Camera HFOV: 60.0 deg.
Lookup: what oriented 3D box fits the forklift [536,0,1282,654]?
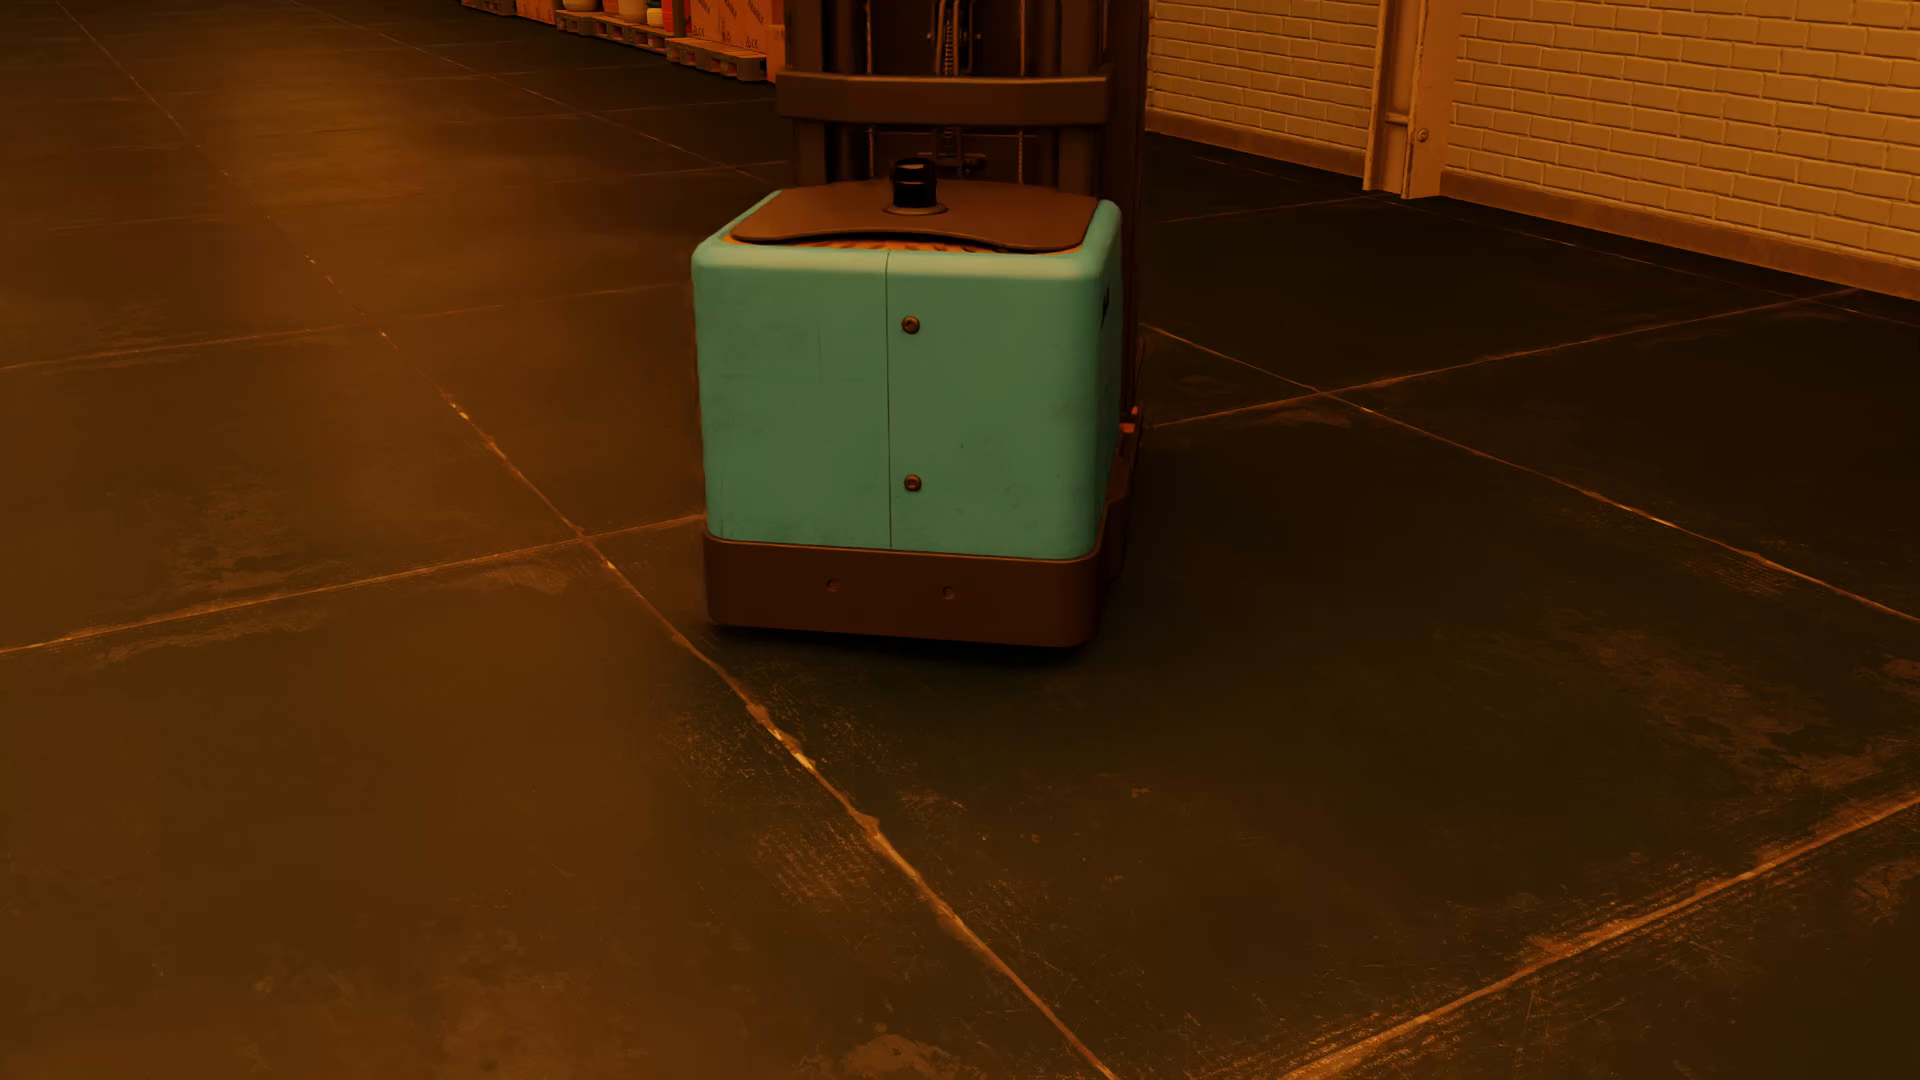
[{"bbox_3d":[-0.436,-1.555,5.064,1.130,2.935,3.031,-17,28,-35],"label":"forklift"}]
